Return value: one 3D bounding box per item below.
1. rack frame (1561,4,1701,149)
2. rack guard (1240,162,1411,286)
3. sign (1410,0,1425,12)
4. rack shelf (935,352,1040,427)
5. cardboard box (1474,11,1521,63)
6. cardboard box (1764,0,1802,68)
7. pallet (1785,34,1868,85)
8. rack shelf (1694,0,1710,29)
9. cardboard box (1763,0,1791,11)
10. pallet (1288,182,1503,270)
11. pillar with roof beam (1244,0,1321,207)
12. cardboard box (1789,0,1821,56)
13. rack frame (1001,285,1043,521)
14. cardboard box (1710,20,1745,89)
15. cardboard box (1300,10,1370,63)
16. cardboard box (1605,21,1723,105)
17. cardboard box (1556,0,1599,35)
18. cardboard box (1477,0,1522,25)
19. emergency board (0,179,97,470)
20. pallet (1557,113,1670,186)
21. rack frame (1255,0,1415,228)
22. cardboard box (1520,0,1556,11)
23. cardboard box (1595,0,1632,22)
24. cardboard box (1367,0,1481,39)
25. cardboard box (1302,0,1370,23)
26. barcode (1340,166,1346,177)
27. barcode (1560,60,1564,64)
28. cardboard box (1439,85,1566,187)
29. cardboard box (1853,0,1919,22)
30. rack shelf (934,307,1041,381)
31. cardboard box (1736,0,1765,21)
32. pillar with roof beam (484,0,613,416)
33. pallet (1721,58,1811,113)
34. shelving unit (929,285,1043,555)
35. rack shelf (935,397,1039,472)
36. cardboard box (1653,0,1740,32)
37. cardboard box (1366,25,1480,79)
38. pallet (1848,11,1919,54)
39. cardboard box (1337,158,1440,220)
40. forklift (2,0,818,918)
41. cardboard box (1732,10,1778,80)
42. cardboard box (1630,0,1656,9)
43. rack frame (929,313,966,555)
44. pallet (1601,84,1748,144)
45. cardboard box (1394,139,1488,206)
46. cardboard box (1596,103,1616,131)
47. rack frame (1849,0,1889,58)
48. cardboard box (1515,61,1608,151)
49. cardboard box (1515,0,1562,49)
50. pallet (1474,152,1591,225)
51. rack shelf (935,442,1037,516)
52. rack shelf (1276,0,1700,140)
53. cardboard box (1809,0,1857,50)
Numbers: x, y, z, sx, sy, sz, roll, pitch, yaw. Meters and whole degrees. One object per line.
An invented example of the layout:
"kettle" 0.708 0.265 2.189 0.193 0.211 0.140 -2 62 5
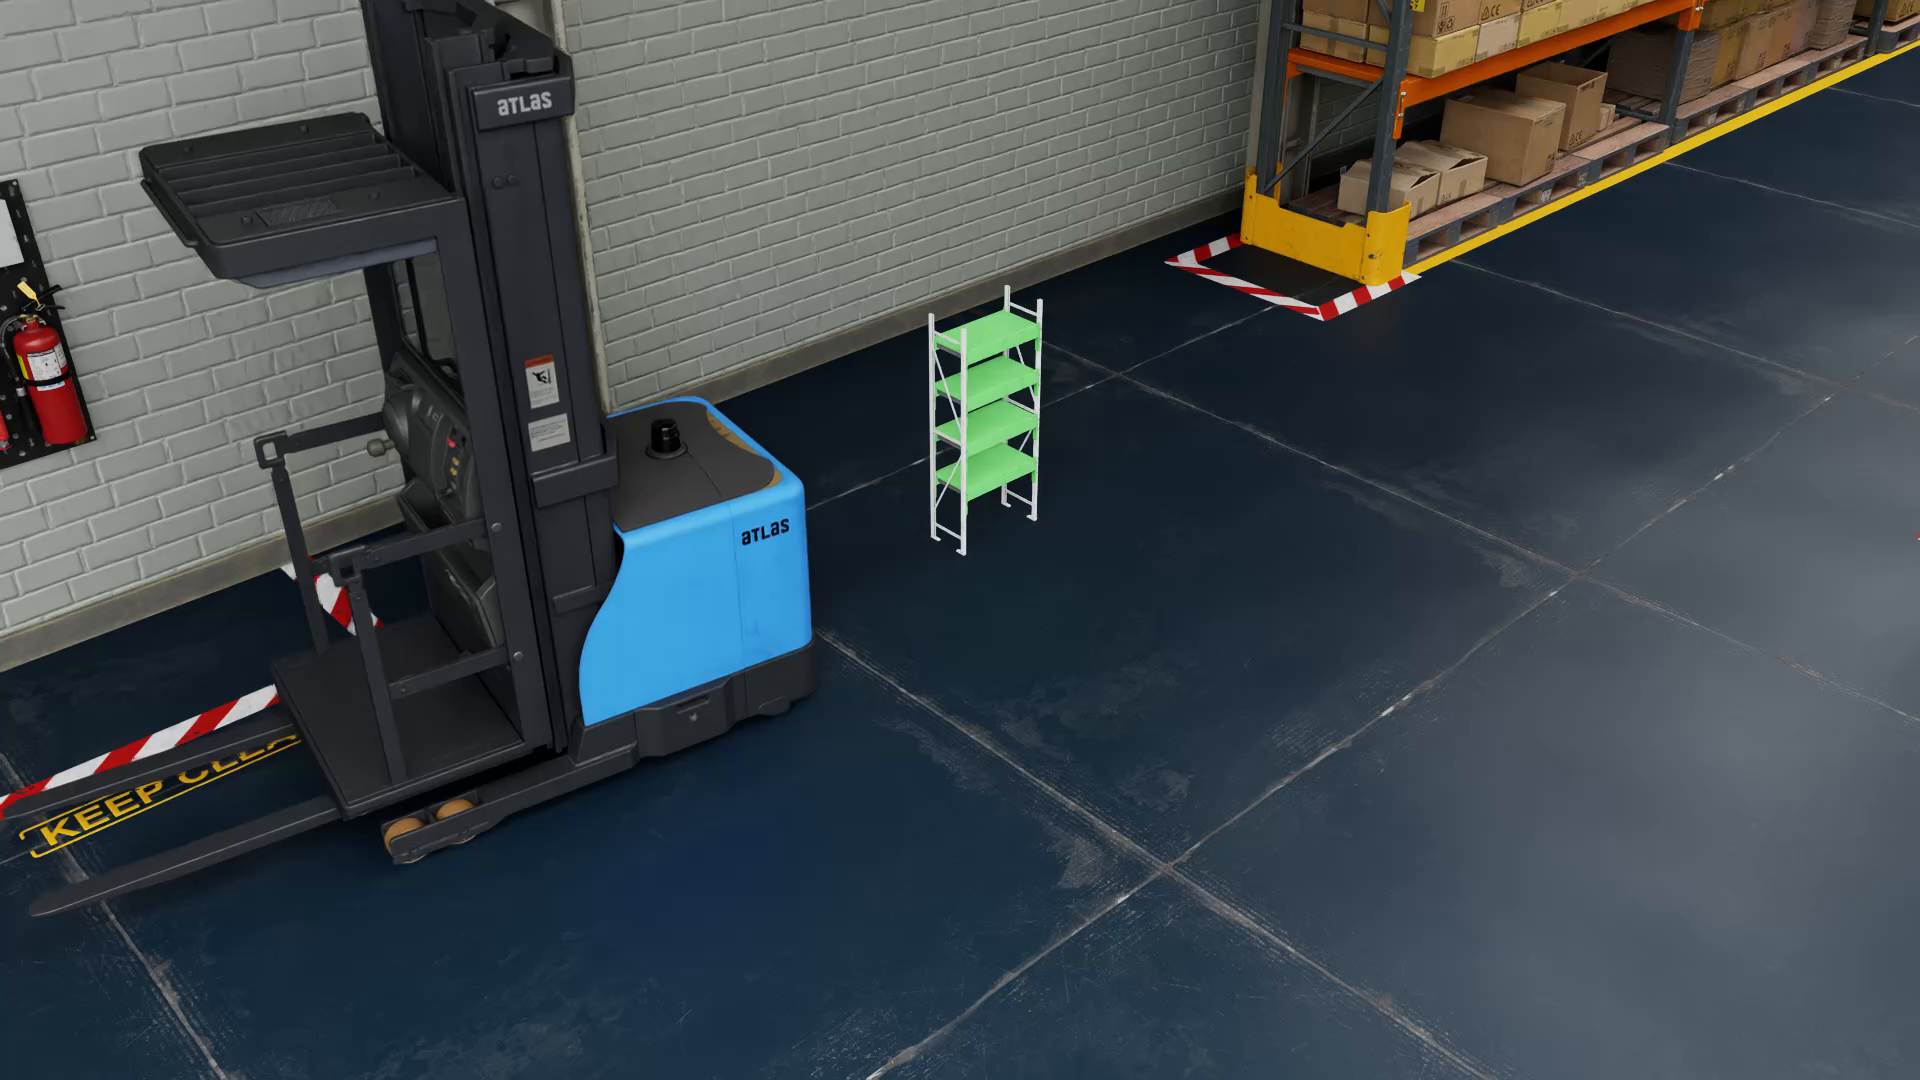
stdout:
"rack frame" 5.342 -4.621 12.932 0.127 3.000 1.000 -26 40 -35
"rack guard" 2.465 -2.163 11.308 0.348 0.500 1.175 -26 40 -35
"sign" 2.778 -3.364 10.046 0.005 0.325 0.100 -26 40 -35
"rack shelf" 0.121 -0.721 7.941 0.480 0.148 0.258 -26 40 -35
"cardboard box" 3.354 -3.388 11.040 0.500 0.250 0.500 -27 41 -37
"cardboard box" 6.981 -4.560 14.807 0.500 0.500 0.700 -26 40 -36
"pallet" 7.702 -4.574 15.527 1.213 0.211 1.003 -26 40 -35
"rack shelf" 6.809 -5.024 14.280 4.000 0.370 1.077 -26 40 -35
"cardboard box" 6.949 -4.843 14.551 0.500 0.250 0.500 -26 40 -36
"pallet" 3.085 -2.314 11.832 1.213 0.211 1.003 -26 40 -35
"pillar with roof beam" 5.262 -4.694 7.300 0.400 9.000 9.100 -26 40 -35
"cardboard box" 7.326 -4.748 15.113 0.500 0.500 0.700 -26 40 -36
"rack frame" 0.300 -0.657 8.175 0.015 1.200 0.240 -26 40 -35
"cardboard box" 6.216 -4.212 14.238 0.500 0.500 0.700 -27 40 -36
"cardboard box" 2.620 -3.387 11.038 0.500 0.250 0.500 -25 39 -35
"cardboard box" 5.871 -4.010 13.906 0.500 0.500 0.700 -24 39 -34
"cardboard box" 4.104 -3.745 11.624 0.500 0.250 0.500 -25 40 -35
"cardboard box" 3.333 -3.693 10.819 0.500 0.500 0.500 -26 40 -35
"emergency board" -3.903 -0.791 6.669 0.643 1.169 0.194 -26 40 -35
"pallet" 4.874 -3.180 13.248 1.213 0.211 1.003 -26 40 -35
"rack frame" 2.409 -3.202 10.612 0.127 3.000 1.000 -26 40 -35
"cardboard box" 3.716 -3.873 11.115 0.500 0.500 0.500 -27 41 -37
"cardboard box" 4.472 -3.924 11.916 0.500 0.250 0.500 -26 40 -36
"cardboard box" 2.964 -3.521 10.539 0.500 0.500 0.500 -26 40 -35
"cardboard box" 2.610 -3.715 10.856 0.500 0.500 0.500 -26 40 -36
"barcode" 2.719 -2.617 11.802 0.075 0.075 0.001 -26 40 -35
"barcode" 4.783 -3.779 13.223 0.075 0.075 0.001 -26 40 -35
"cardboard box" 3.968 -2.978 12.219 0.700 0.500 0.500 26 40 36
"cardboard box" 8.904 -5.513 16.048 0.750 0.750 0.750 -26 40 -36
"rack shelf" 0.121 -0.926 7.816 0.480 0.148 0.258 -26 40 -35
"cardboard box" 6.570 -4.673 14.273 0.500 0.250 0.500 -27 41 -37
"pillar with roof beam" 0.862 -2.566 3.820 0.400 9.000 9.100 -26 40 -35
"pallet" 6.807 -4.143 14.823 1.213 0.211 1.003 -26 40 -35
"shelving unit" 0.121 -0.571 8.033 0.503 1.200 0.258 -26 40 -35
"rack shelf" 0.121 -0.516 8.066 0.480 0.148 0.258 -26 40 -35
"cardboard box" 6.192 -4.487 13.968 0.500 0.250 0.500 -27 40 -36
"cardboard box" 2.983 -3.198 10.730 0.500 0.250 0.500 -27 41 -37
"pallet" 8.905 -5.101 16.390 1.213 0.211 1.003 -26 40 -35
"cardboard box" 2.978 -2.454 11.543 0.500 0.311 0.500 24 39 34
"forklift" -2.116 -0.349 6.011 3.031 2.935 1.130 -19 36 -28
"cardboard box" 6.617 -4.378 14.508 0.500 0.500 0.700 -25 40 -35
"cardboard box" 4.830 -4.108 12.217 0.500 0.250 0.500 -26 40 -35
"rack frame" -0.058 -0.484 7.891 0.015 1.200 0.240 -26 40 -35
"pallet" 5.912 -3.708 14.112 1.213 0.211 1.003 -26 40 -35
"cardboard box" 3.396 -2.656 11.874 0.500 0.311 0.500 -22 38 -32
"cardboard box" 4.971 -3.399 13.227 0.380 0.166 0.250 23 38 33
"rack frame" 8.276 -6.040 15.252 0.127 3.000 1.000 -26 40 -35
"cardboard box" 4.609 -3.359 12.842 0.500 0.500 0.500 26 40 35
"cardboard box" 3.732 -3.566 11.332 0.500 0.250 0.500 -27 40 -36
"pallet" 3.979 -2.745 12.536 1.213 0.211 1.003 -26 40 -35
"rack shelf" 0.121 -0.311 8.192 0.480 0.148 0.258 -26 40 -35
"rack shelf" 3.876 -3.605 11.959 4.000 0.370 1.077 -26 40 -35
"cardboard box" 7.783 -4.886 15.339 0.500 0.500 0.700 -25 39 -35
